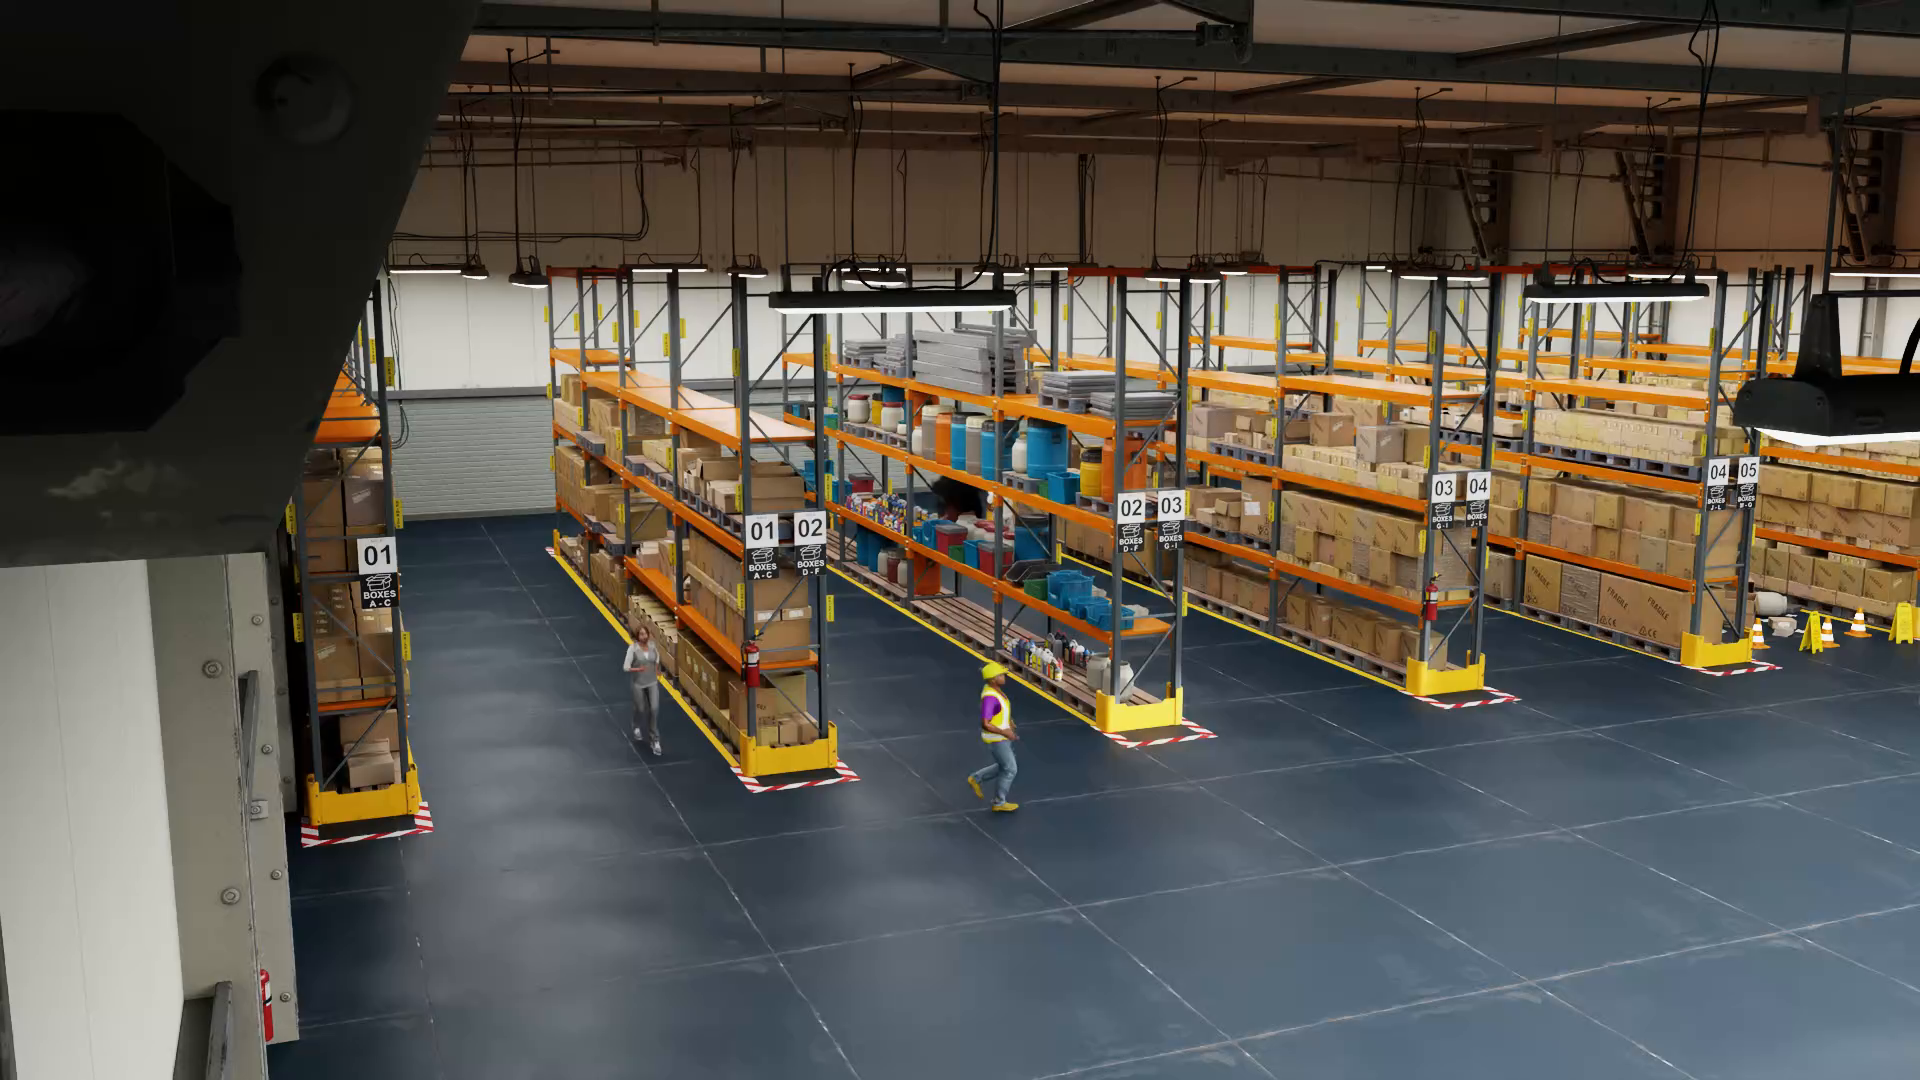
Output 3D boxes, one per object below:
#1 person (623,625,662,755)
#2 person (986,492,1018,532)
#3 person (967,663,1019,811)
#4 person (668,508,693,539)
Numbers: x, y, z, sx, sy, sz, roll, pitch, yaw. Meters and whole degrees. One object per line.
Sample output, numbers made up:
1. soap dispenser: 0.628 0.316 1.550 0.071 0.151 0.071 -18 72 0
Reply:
1. person: -4.029 1.866 21.196 0.531 1.607 0.838 -5 11 -26
2. person: 0.829 -0.459 32.675 0.699 1.724 0.758 -7 12 -36
3. person: 0.377 2.235 18.880 0.609 1.717 0.697 1 10 4
4. person: -5.766 -0.460 34.665 0.615 1.599 0.572 -7 12 -36
